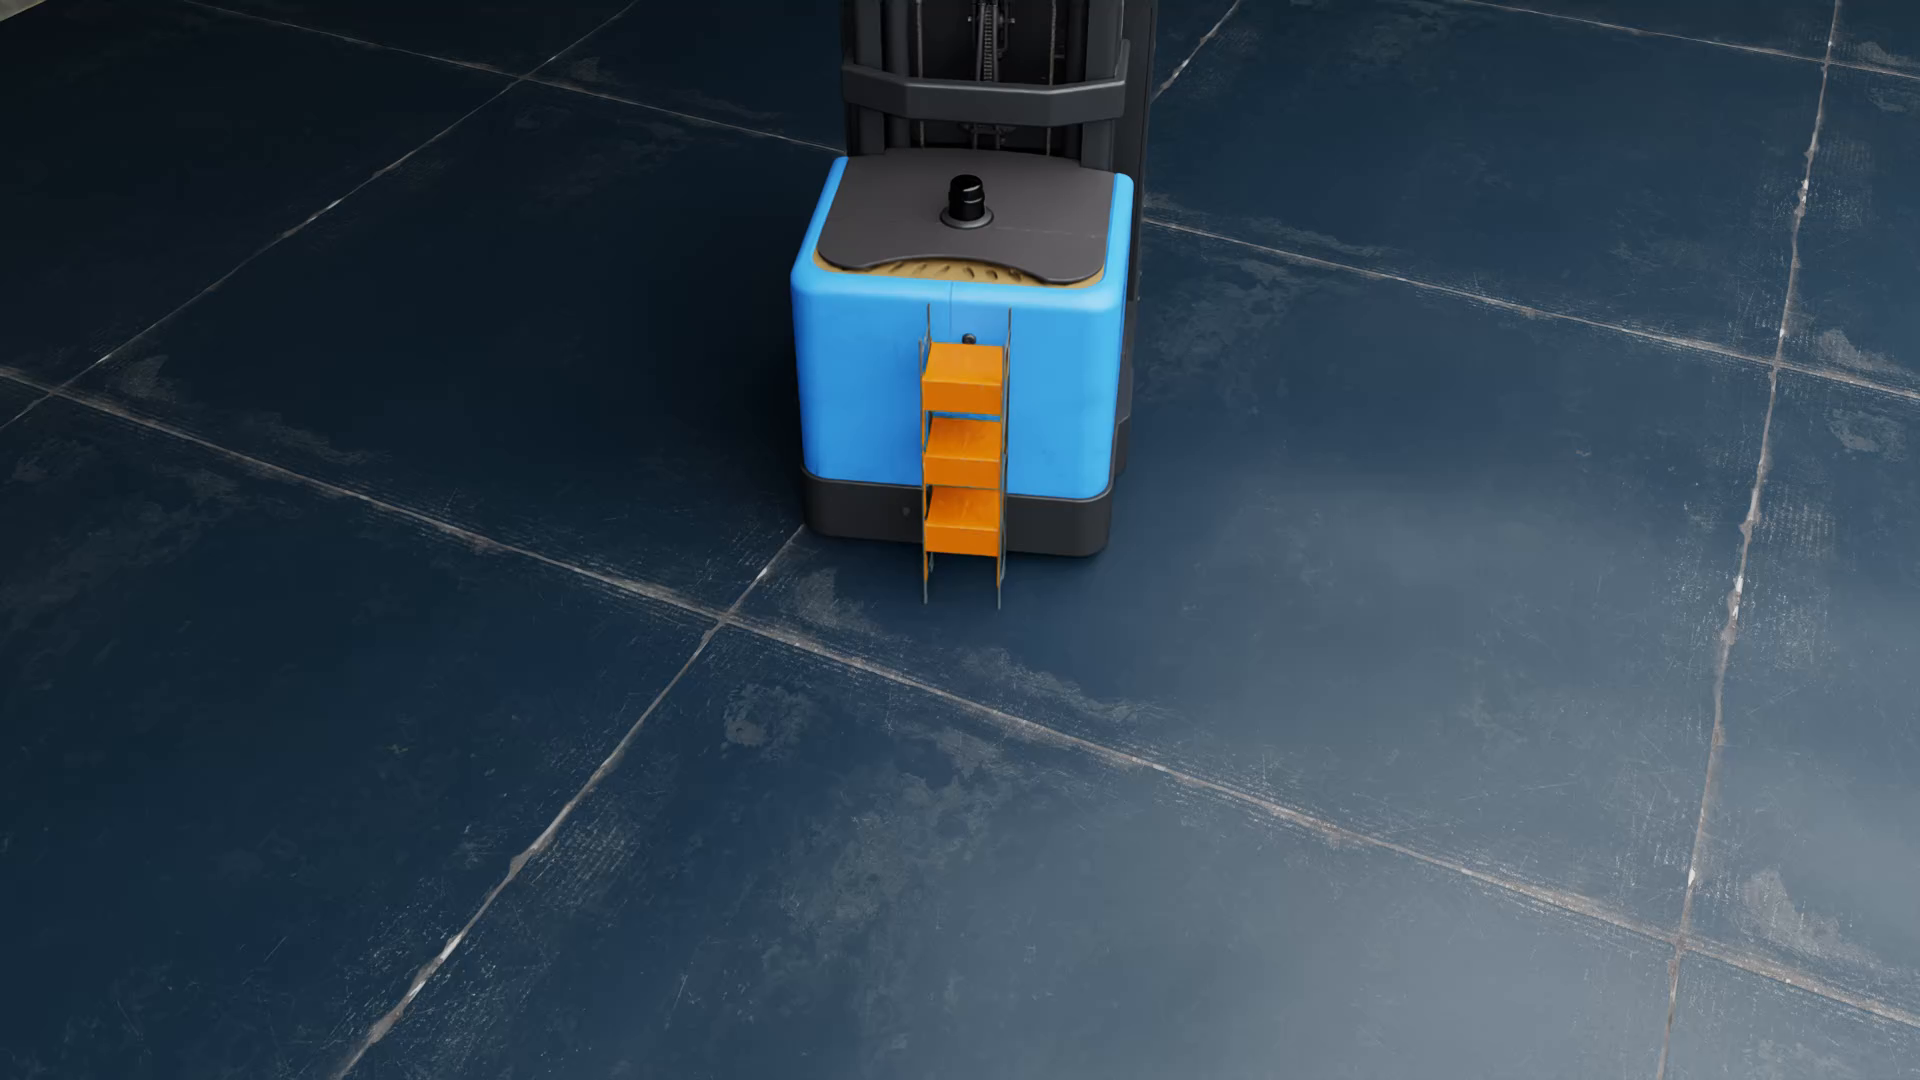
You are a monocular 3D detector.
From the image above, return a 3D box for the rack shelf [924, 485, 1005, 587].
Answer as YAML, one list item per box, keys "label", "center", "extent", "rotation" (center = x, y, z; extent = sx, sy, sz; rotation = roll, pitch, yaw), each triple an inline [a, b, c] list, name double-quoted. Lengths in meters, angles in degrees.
- label: "rack shelf"
  center: [0.017, -0.020, 5.412]
  extent: [0.240, 0.259, 0.215]
  rotation: [4, 41, 5]

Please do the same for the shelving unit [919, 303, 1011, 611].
- label: "shelving unit"
  center: [0.017, -0.238, 5.223]
  extent: [0.252, 1.050, 0.215]
  rotation: [4, 41, 5]

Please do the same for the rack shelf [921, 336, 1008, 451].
- label: "rack shelf"
  center: [0.017, -0.445, 5.044]
  extent: [0.240, 0.259, 0.215]
  rotation: [4, 41, 5]

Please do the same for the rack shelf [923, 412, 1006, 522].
- label: "rack shelf"
  center: [0.017, -0.230, 5.230]
  extent: [0.240, 0.259, 0.215]
  rotation: [4, 41, 5]

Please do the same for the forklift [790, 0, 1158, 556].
- label: "forklift"
  center: [0.162, -2.016, 5.839]
  extent: [1.130, 2.935, 3.031]
  rotation: [5, 41, 6]

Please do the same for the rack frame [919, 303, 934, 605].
- label: "rack frame"
  center: [-0.104, -0.247, 5.234]
  extent: [0.008, 1.050, 0.200]
  rotation: [4, 41, 5]

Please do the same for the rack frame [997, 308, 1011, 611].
- label: "rack frame"
  center: [0.138, -0.229, 5.213]
  extent: [0.008, 1.050, 0.200]
  rotation: [4, 41, 5]
